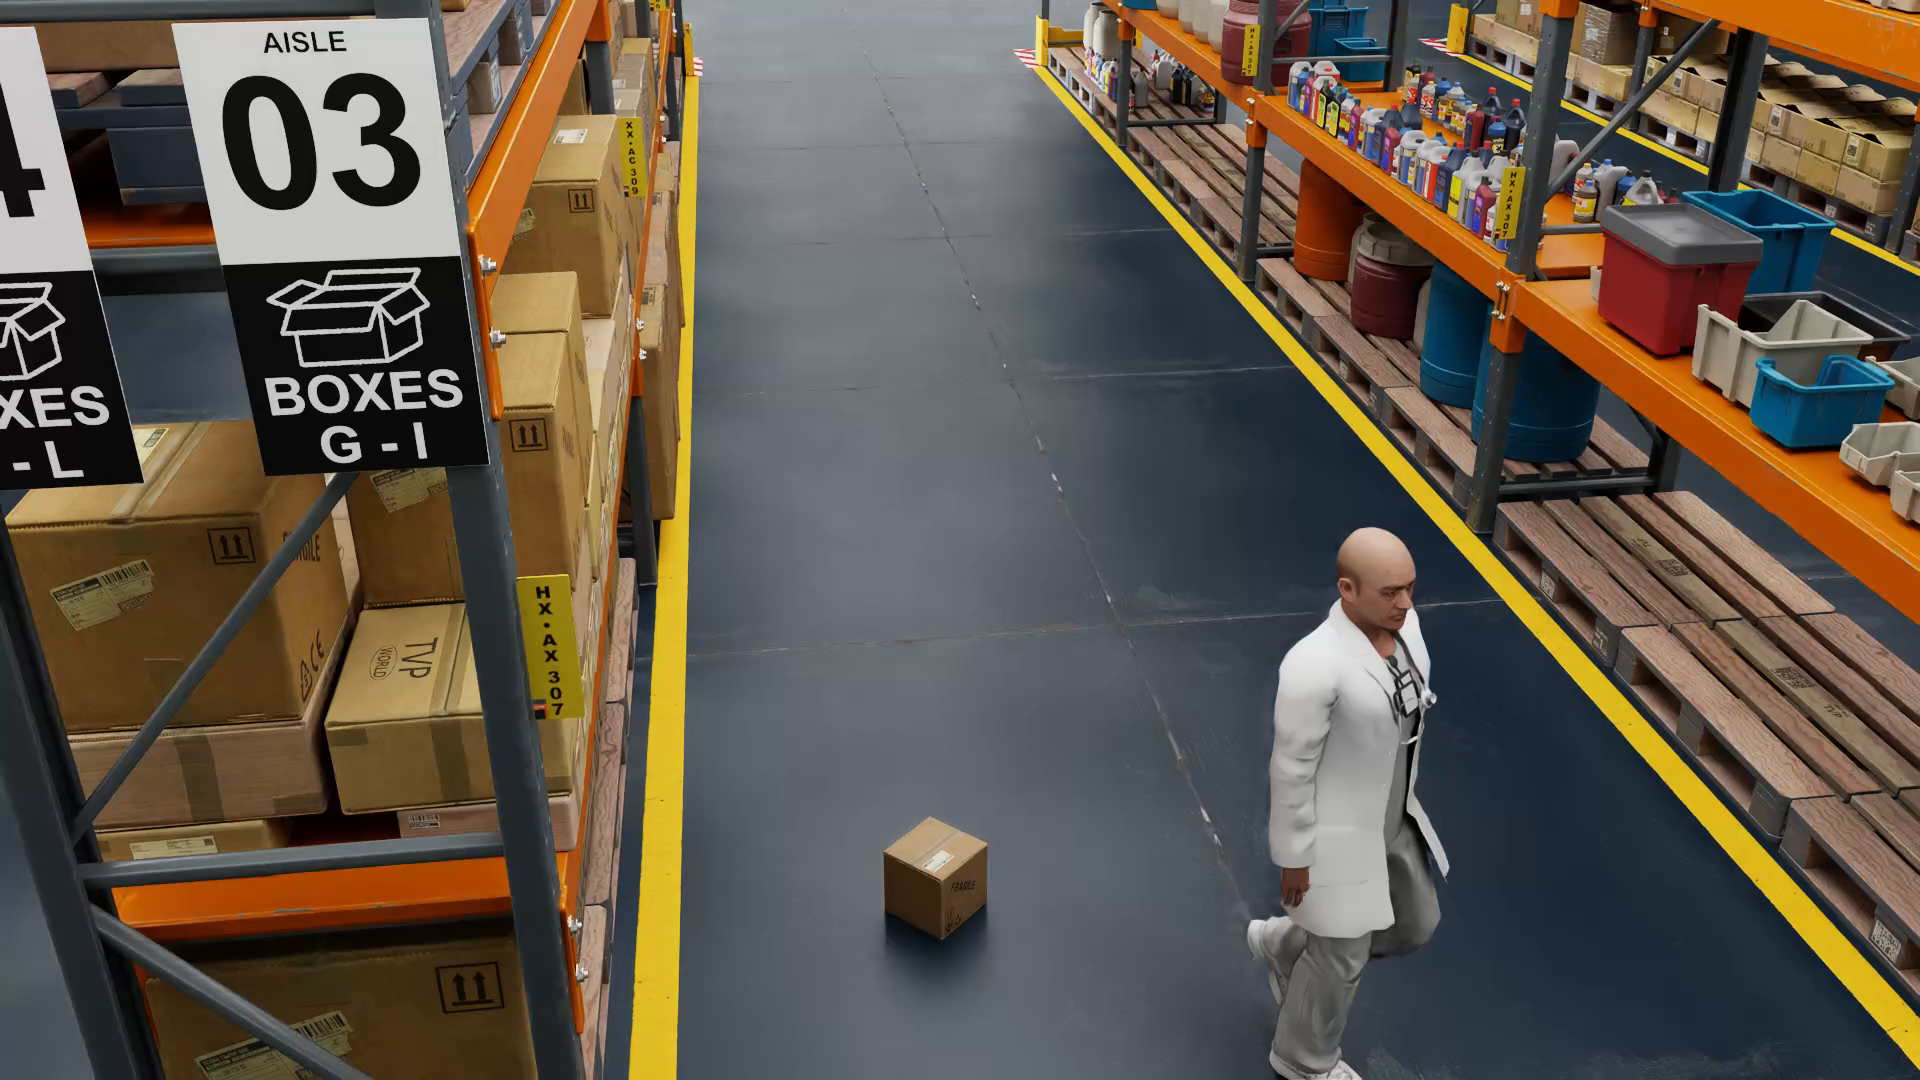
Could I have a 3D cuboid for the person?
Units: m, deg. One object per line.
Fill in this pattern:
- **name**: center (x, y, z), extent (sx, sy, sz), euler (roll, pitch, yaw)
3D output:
- **person**: center (1.045, 0.761, 4.561), extent (0.560, 1.770, 0.604), euler (23, 35, 38)
